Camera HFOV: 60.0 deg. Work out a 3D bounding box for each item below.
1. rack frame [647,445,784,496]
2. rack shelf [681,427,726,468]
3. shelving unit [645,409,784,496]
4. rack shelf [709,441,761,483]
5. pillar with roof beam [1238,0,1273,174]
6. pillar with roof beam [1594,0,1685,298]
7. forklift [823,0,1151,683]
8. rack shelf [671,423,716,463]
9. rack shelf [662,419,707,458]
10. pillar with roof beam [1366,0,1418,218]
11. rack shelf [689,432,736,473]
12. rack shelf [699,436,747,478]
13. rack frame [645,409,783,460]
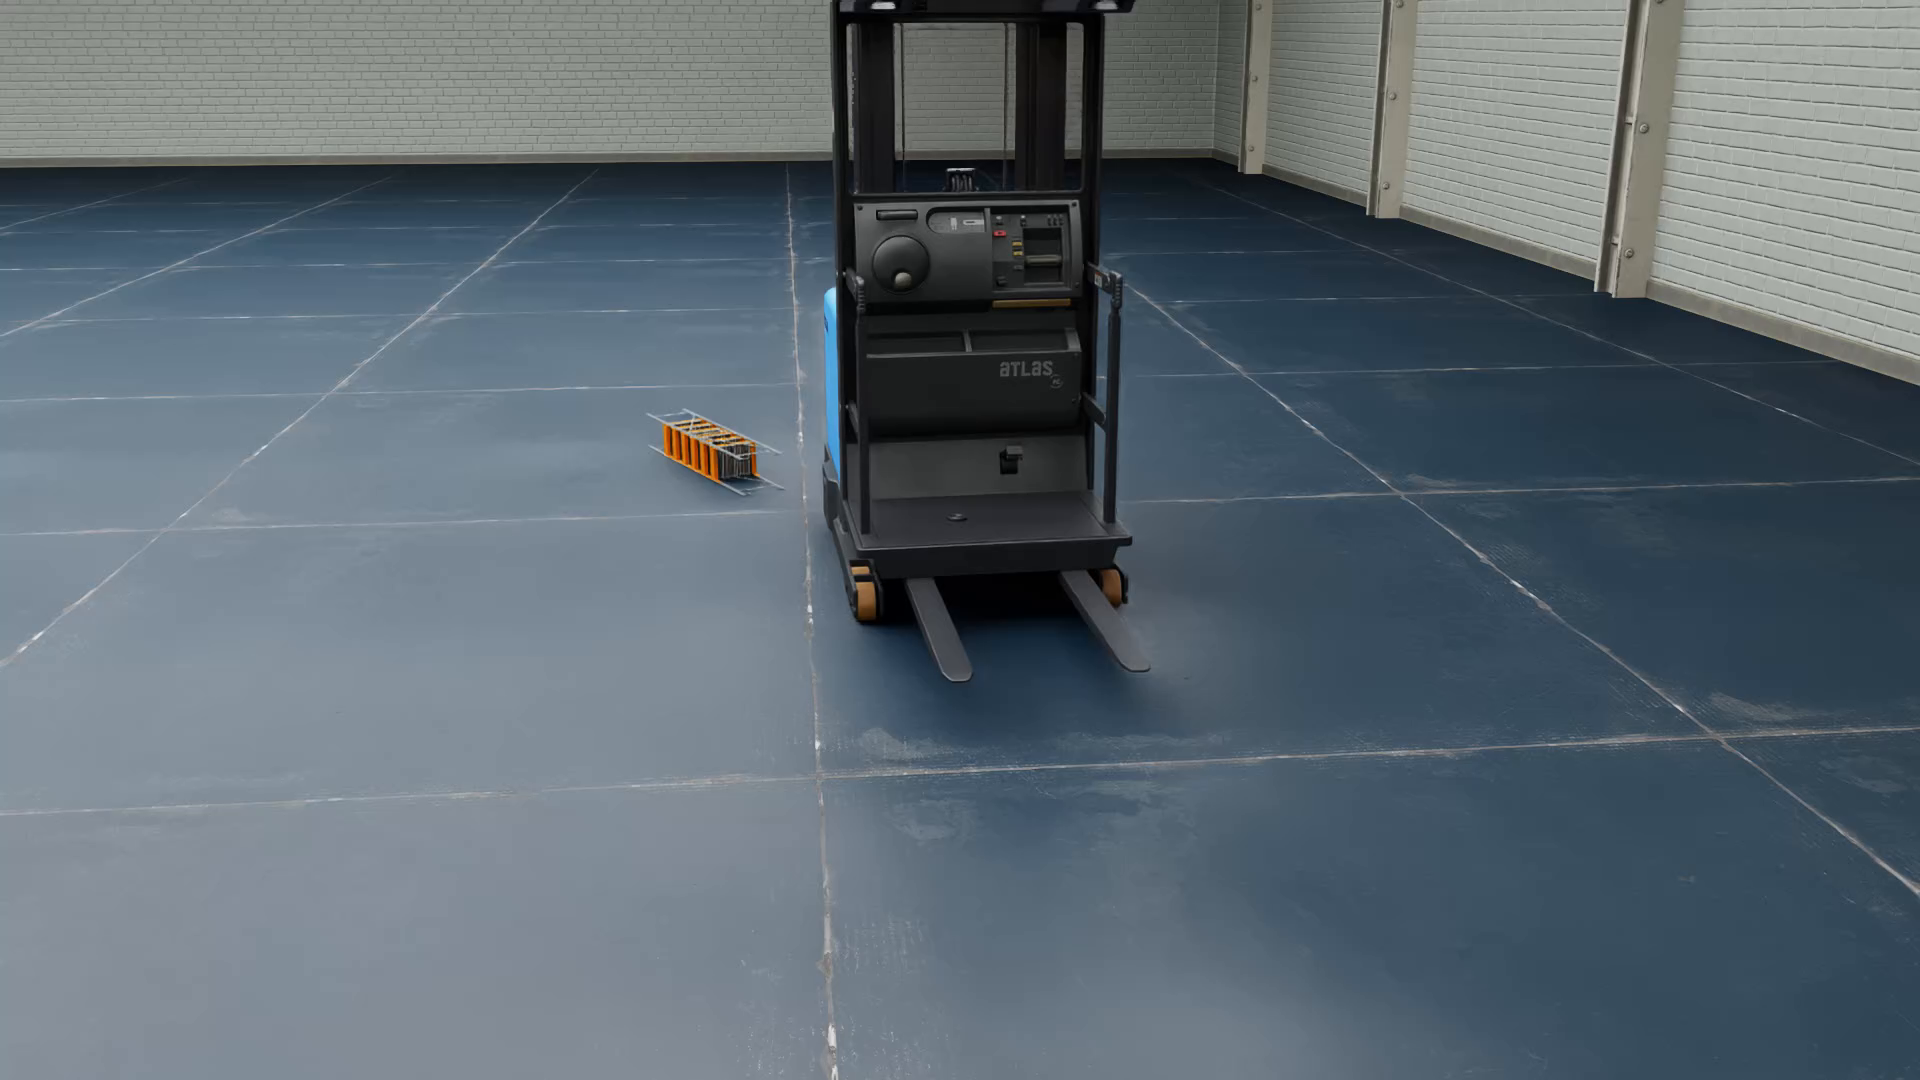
[{"bbox_3d":[-1.328,-0.396,8.922,0.240,0.006,1.200,-11,21,-31],"label":"rack frame"},{"bbox_3d":[-1.369,-0.503,8.954,0.258,0.180,0.103,-11,21,-31],"label":"rack shelf"},{"bbox_3d":[-1.328,-0.484,8.894,0.258,0.189,1.200,-11,21,-31],"label":"shelving unit"},{"bbox_3d":[-1.172,-0.412,8.667,0.258,0.180,0.103,-11,21,-31],"label":"rack shelf"},{"bbox_3d":[0.252,-9.885,24.139,9.100,9.000,0.400,-2,18,-6],"label":"pillar with roof beam"},{"bbox_3d":[1.489,-6.310,12.751,9.100,9.000,0.400,-2,18,-6],"label":"pillar with roof beam"},{"bbox_3d":[0.072,-1.185,6.557,1.130,2.935,3.031,-3,18,-8],"label":"forklift"},{"bbox_3d":[-1.435,-0.533,9.050,0.258,0.180,0.103,-11,21,-31],"label":"rack shelf"},{"bbox_3d":[-1.500,-0.563,9.146,0.258,0.180,0.103,-11,21,-31],"label":"rack shelf"},{"bbox_3d":[0.870,-8.097,18.445,9.100,9.000,0.400,-2,18,-6],"label":"pillar with roof beam"},{"bbox_3d":[-1.303,-0.472,8.859,0.258,0.180,0.103,-11,21,-31],"label":"rack shelf"},{"bbox_3d":[-1.238,-0.442,8.763,0.258,0.180,0.103,-11,21,-31],"label":"rack shelf"},{"bbox_3d":[-1.328,-0.571,8.867,0.240,0.006,1.200,-11,21,-31],"label":"rack frame"}]
